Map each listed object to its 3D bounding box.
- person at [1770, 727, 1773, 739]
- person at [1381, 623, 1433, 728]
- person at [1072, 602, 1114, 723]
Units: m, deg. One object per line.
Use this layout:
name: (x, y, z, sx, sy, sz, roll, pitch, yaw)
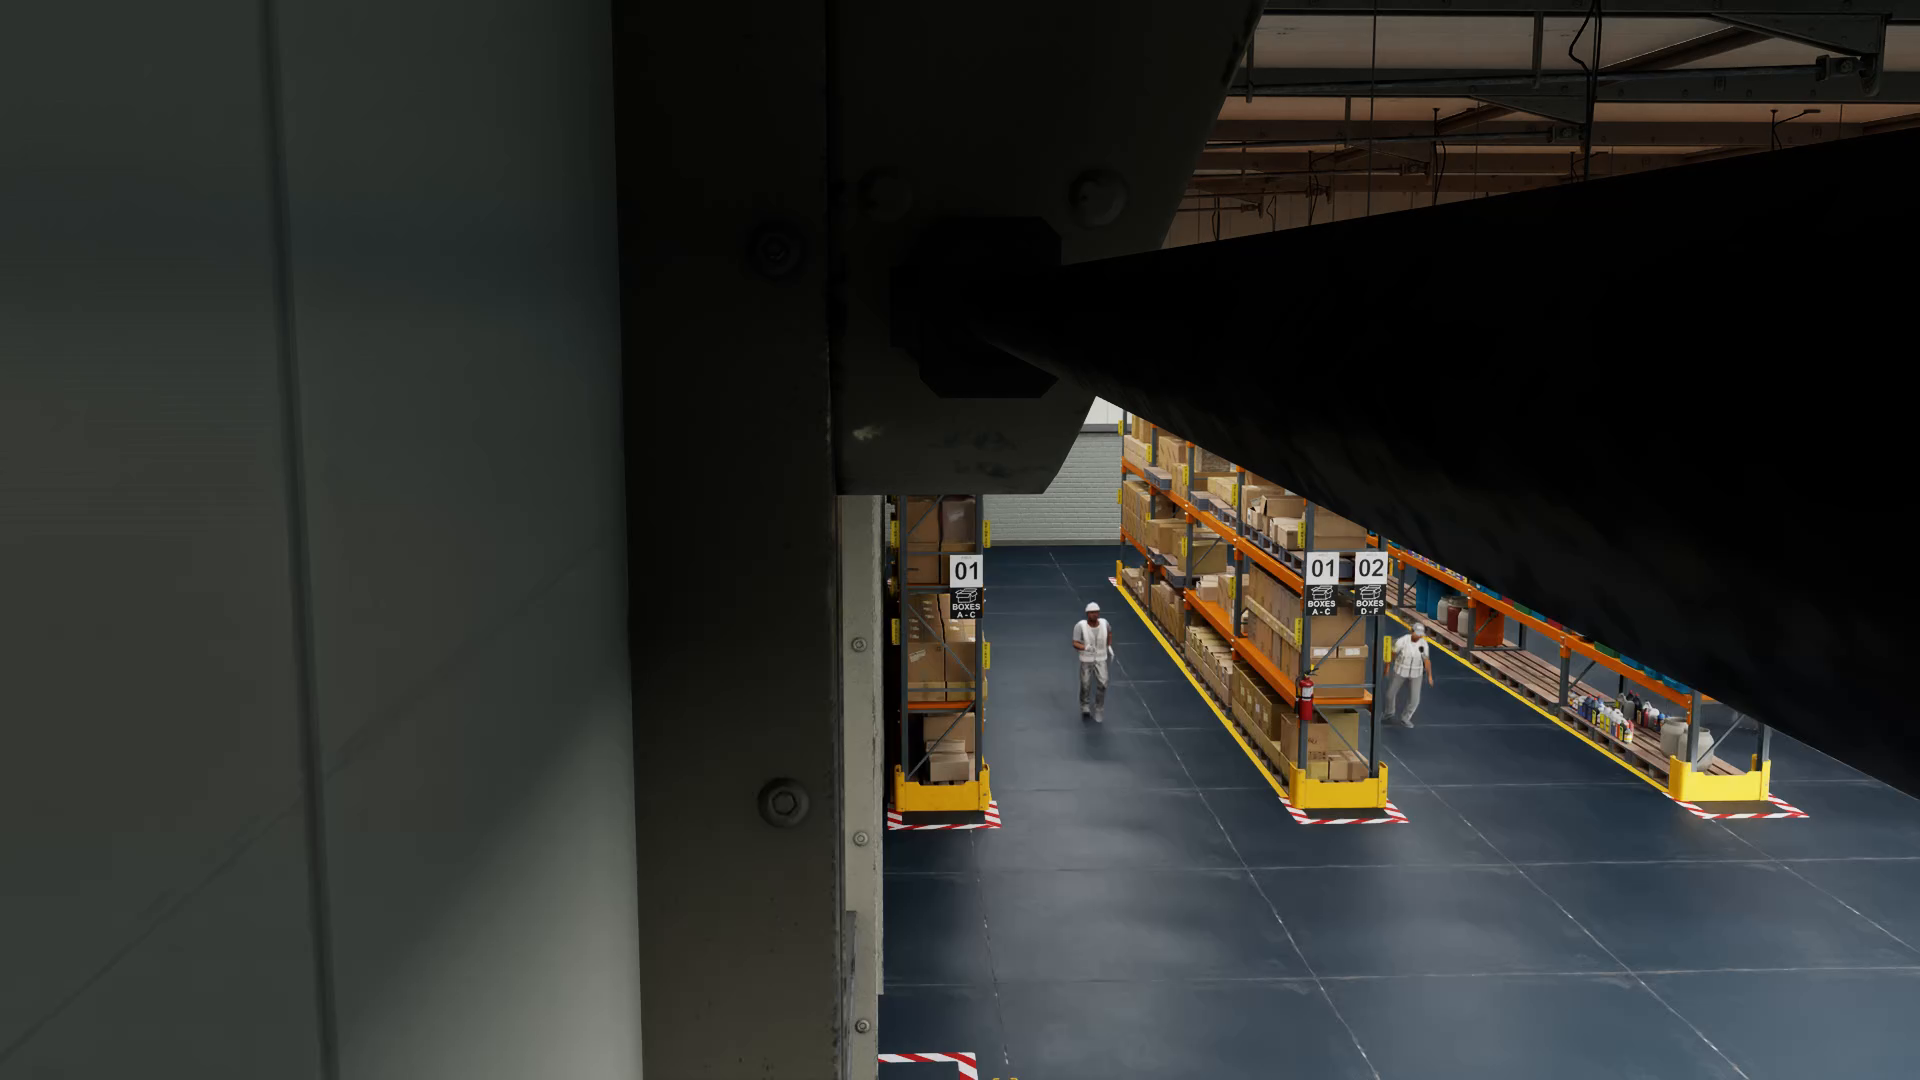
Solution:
person: (11.763, 2.015, 23.883, 0.799, 1.688, 0.581, 0, 8, 2)
person: (6.544, 1.960, 24.415, 0.760, 1.587, 0.673, 1, 9, 9)
person: (1.987, 1.819, 24.728, 0.662, 1.813, 0.824, -1, 8, -7)
